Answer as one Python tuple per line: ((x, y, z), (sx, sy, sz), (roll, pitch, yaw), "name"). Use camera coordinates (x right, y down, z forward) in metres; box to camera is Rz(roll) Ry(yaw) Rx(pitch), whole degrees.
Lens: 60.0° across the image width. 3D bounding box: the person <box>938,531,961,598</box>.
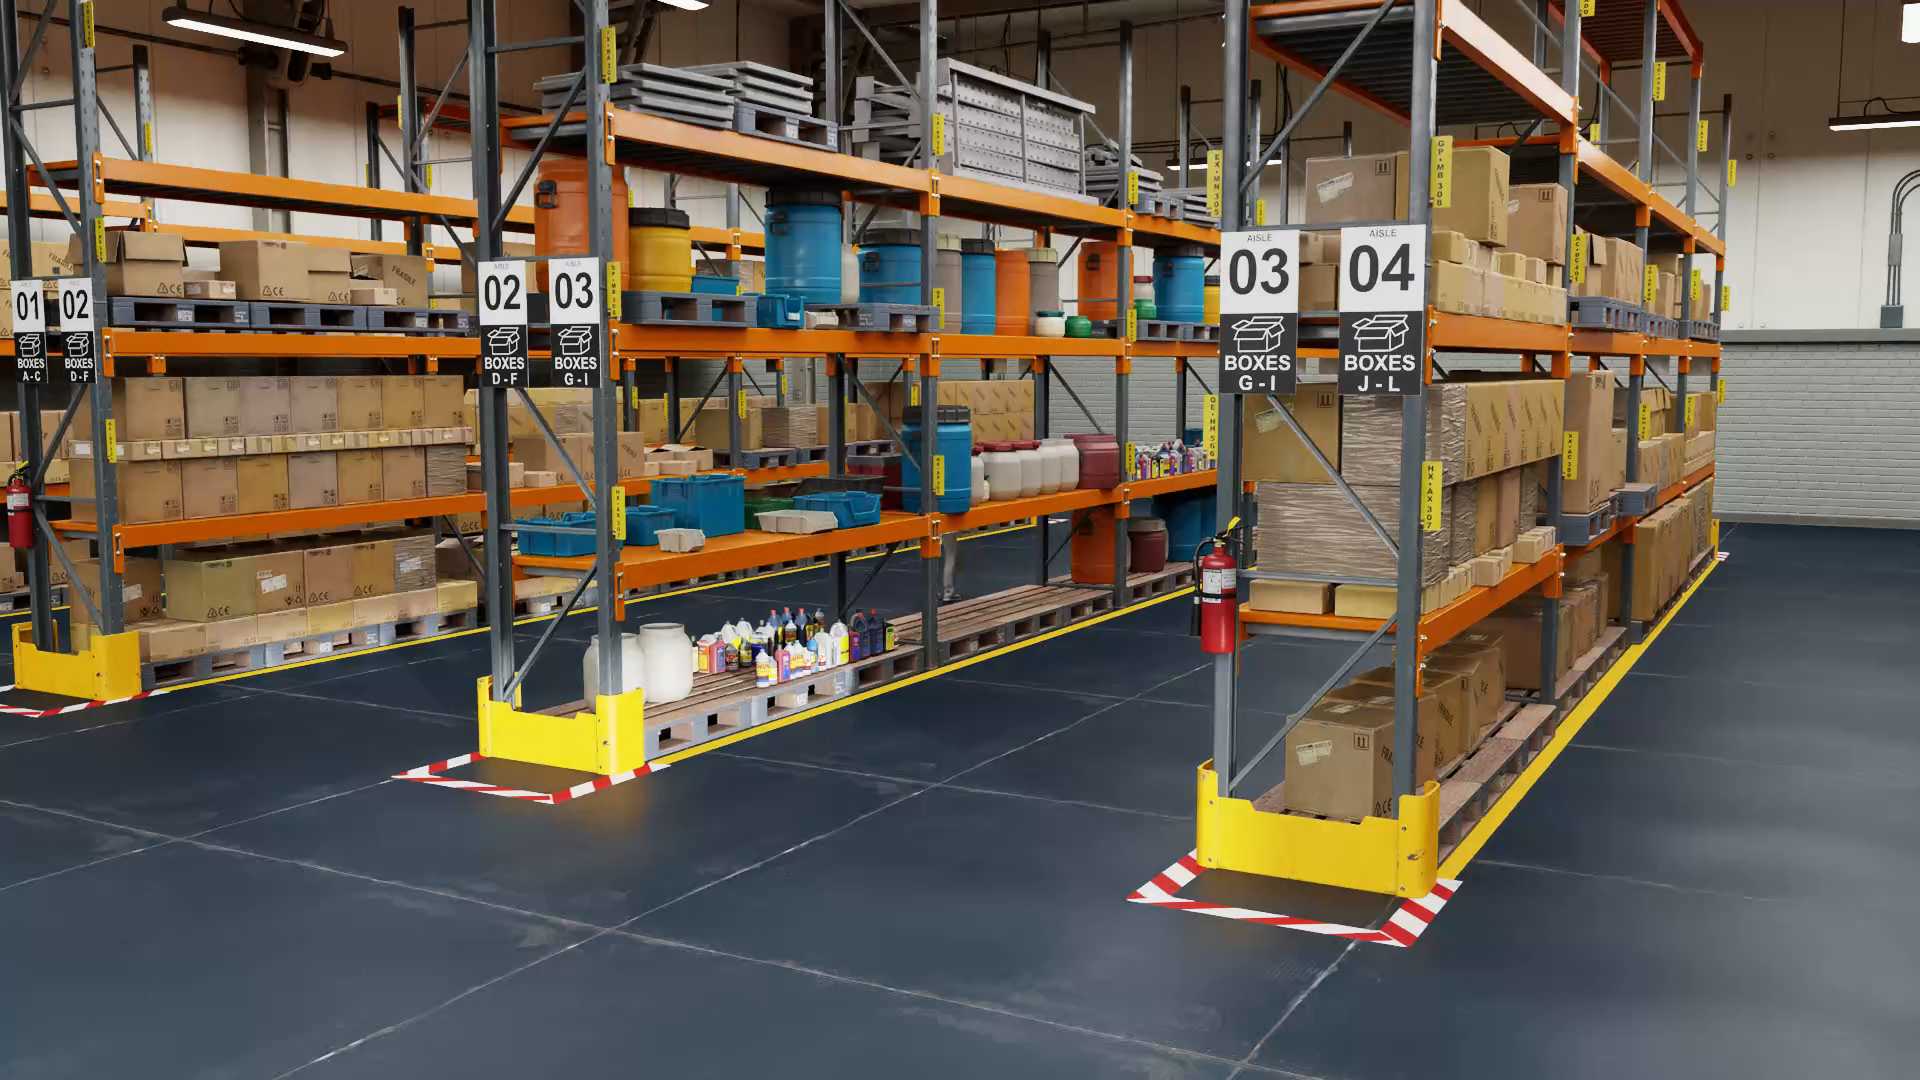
((-0.210, -0.199, 17.998), (0.544, 1.704, 0.482), (-2, 6, -19), "person")
